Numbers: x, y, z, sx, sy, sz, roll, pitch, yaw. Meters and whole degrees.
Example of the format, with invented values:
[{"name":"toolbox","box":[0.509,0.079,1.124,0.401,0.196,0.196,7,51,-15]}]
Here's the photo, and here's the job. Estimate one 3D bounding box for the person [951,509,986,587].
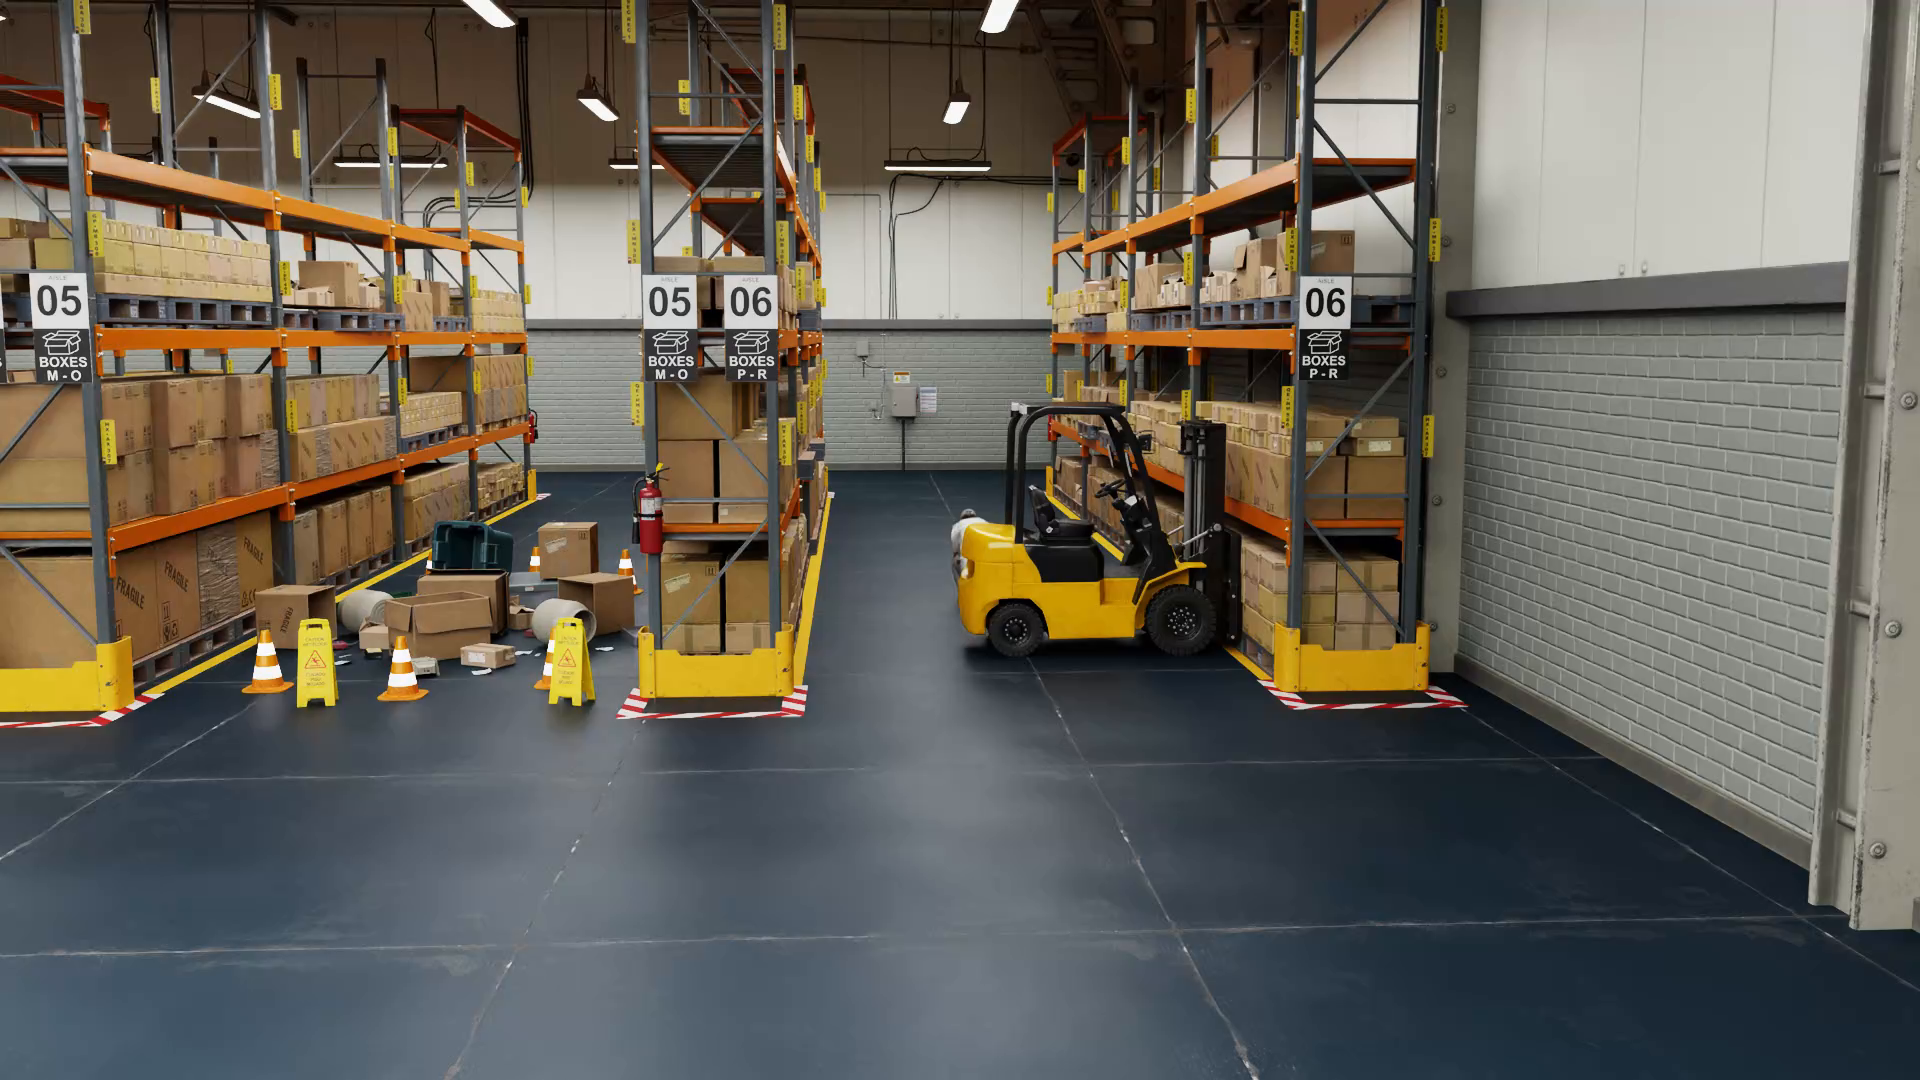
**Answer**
[{"name":"person","box":[0.167,0.162,17.220,0.495,0.907,0.845,-1,7,-5]}]
